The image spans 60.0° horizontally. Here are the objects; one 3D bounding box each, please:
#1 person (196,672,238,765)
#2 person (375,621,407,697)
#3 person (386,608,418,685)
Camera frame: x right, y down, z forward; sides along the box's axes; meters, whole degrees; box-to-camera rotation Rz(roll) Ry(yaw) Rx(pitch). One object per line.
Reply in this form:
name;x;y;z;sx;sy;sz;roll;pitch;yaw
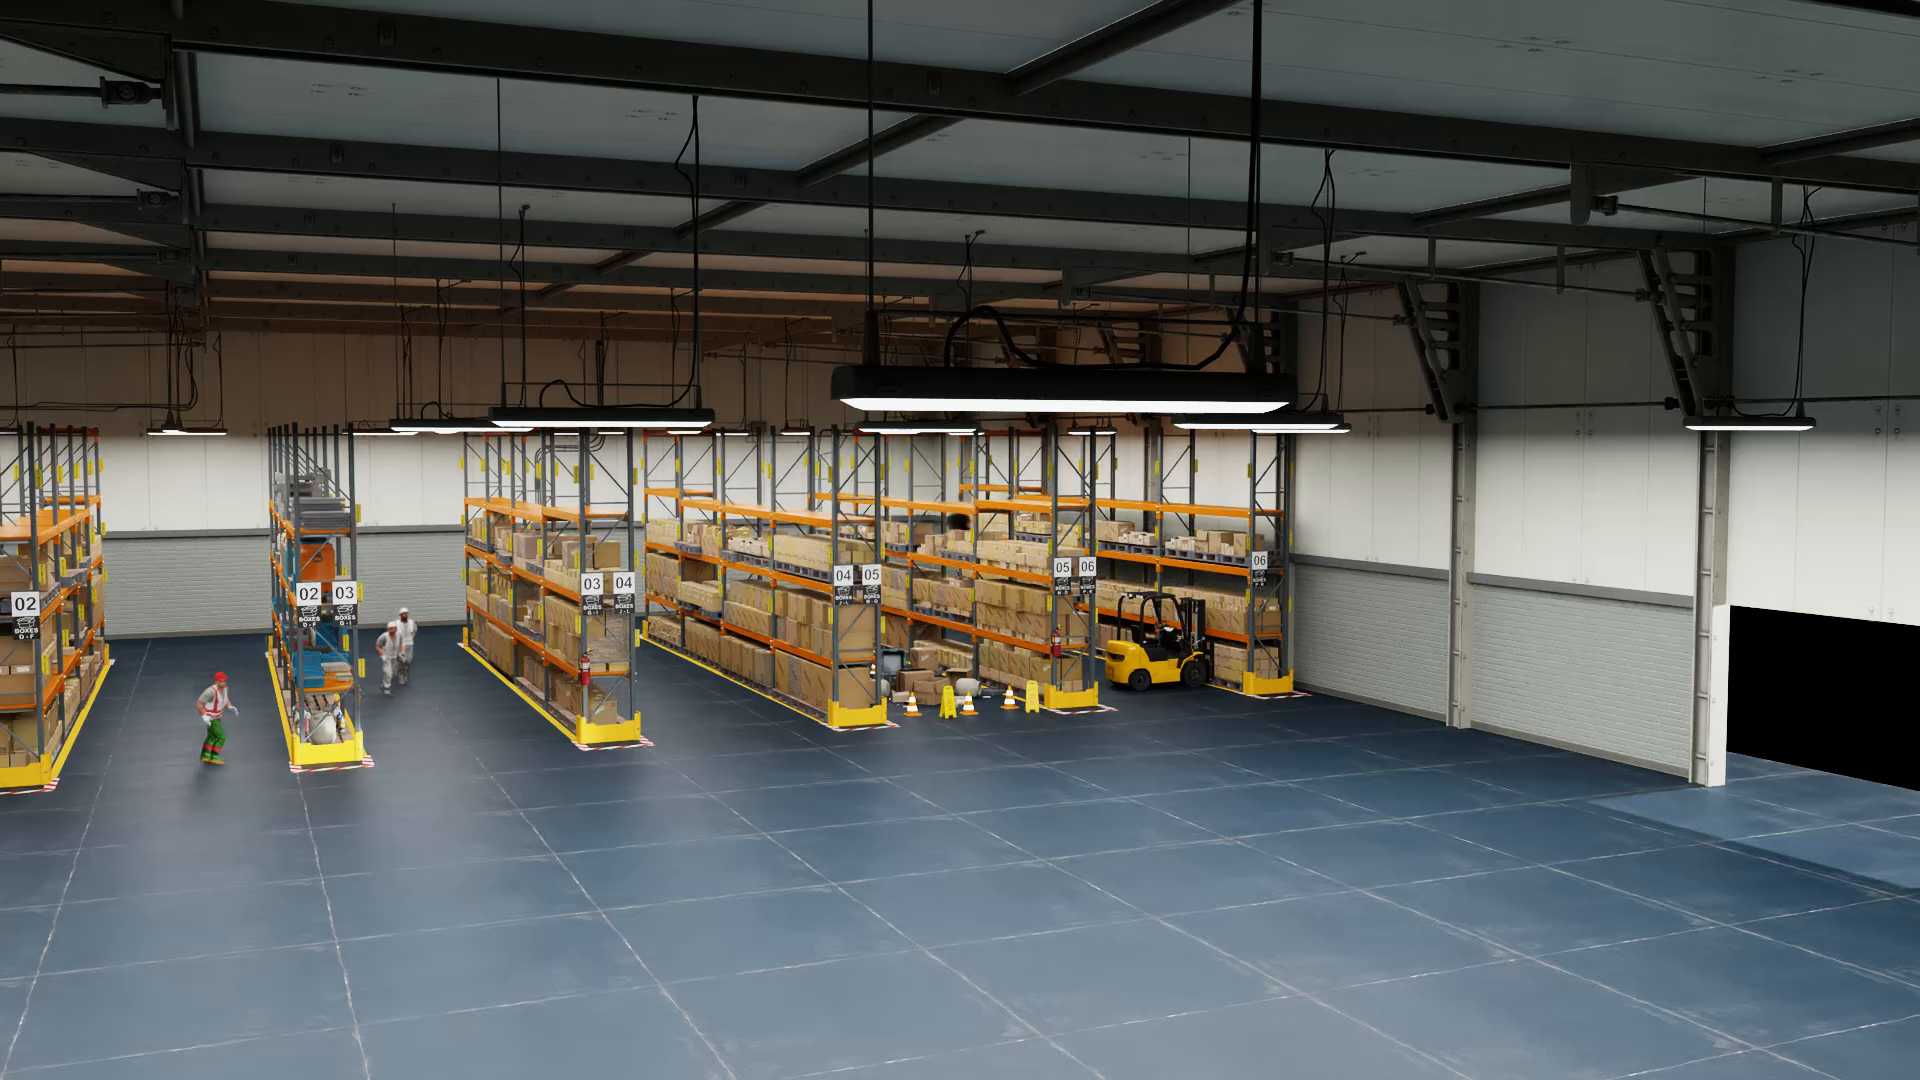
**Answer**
person;-13.096;3.128;29.187;0.753;1.681;0.665;0;3;2
person;-12.695;2.604;36.867;0.840;1.646;0.619;2;4;34
person;-12.915;2.472;38.652;0.670;1.792;0.706;-3;5;-39
